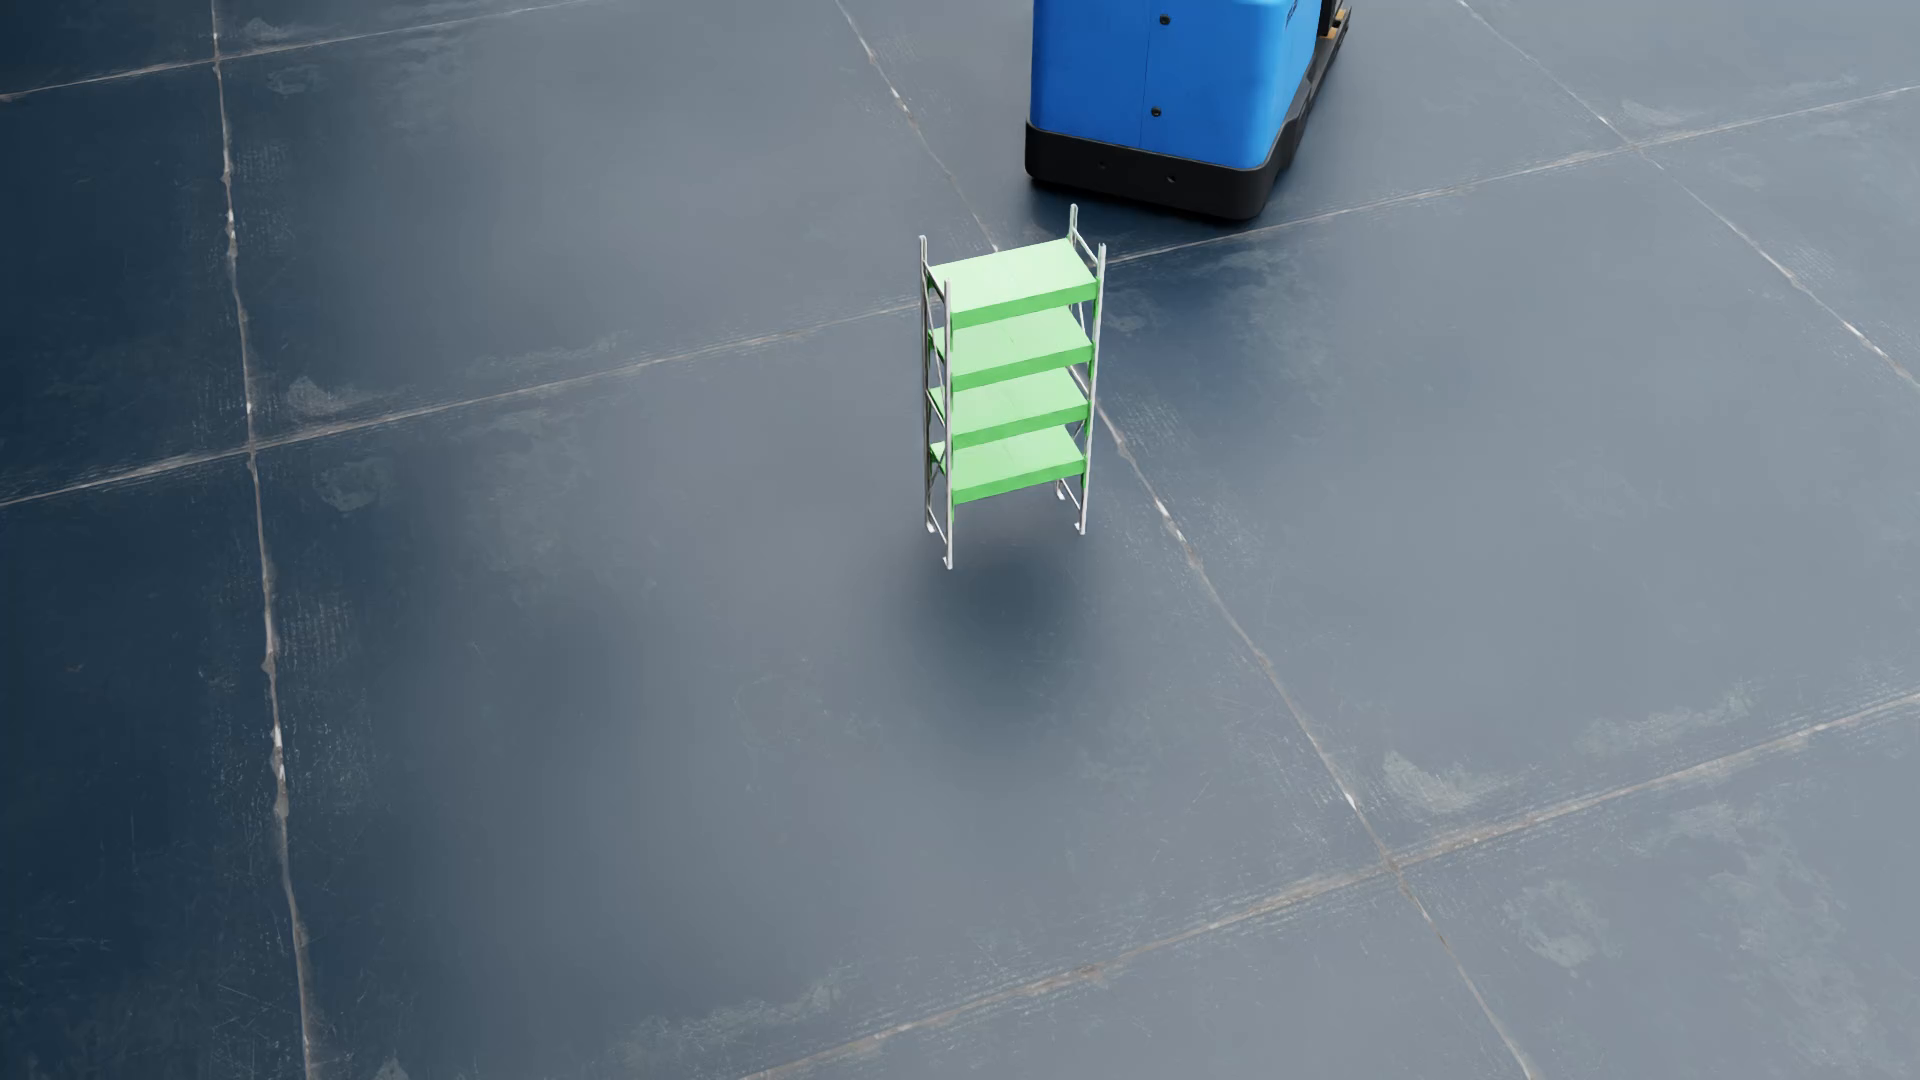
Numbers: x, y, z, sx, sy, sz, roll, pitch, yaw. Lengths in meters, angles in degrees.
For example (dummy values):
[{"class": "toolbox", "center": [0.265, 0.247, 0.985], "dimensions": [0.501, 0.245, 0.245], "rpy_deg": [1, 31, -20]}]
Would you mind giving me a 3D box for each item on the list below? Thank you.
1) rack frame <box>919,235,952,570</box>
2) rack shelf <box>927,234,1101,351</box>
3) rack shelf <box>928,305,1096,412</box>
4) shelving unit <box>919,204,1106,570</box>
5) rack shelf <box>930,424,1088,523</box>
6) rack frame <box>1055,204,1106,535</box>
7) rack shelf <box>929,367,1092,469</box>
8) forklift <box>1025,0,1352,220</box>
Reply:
[{"class": "rack frame", "center": [-0.074, -0.405, 5.306], "dimensions": [0.015, 1.200, 0.240], "rpy_deg": [-14, 47, -14]}, {"class": "rack shelf", "center": [0.156, -0.757, 5.070], "dimensions": [0.480, 0.148, 0.258], "rpy_deg": [-14, 47, -14]}, {"class": "rack shelf", "center": [0.156, -0.588, 5.240], "dimensions": [0.480, 0.148, 0.258], "rpy_deg": [-14, 47, -14]}, {"class": "shelving unit", "center": [0.156, -0.463, 5.365], "dimensions": [0.503, 1.200, 0.258], "rpy_deg": [-14, 47, -14]}, {"class": "rack shelf", "center": [0.156, -0.249, 5.580], "dimensions": [0.480, 0.148, 0.258], "rpy_deg": [-14, 47, -14]}, {"class": "rack frame", "center": [0.385, -0.522, 5.423], "dimensions": [0.015, 1.200, 0.240], "rpy_deg": [-14, 47, -14]}, {"class": "rack shelf", "center": [0.156, -0.418, 5.410], "dimensions": [0.480, 0.148, 0.258], "rpy_deg": [-14, 47, -14]}, {"class": "forklift", "center": [1.276, -3.442, 7.111], "dimensions": [1.130, 2.935, 3.031], "rpy_deg": [15, 47, 14]}]
